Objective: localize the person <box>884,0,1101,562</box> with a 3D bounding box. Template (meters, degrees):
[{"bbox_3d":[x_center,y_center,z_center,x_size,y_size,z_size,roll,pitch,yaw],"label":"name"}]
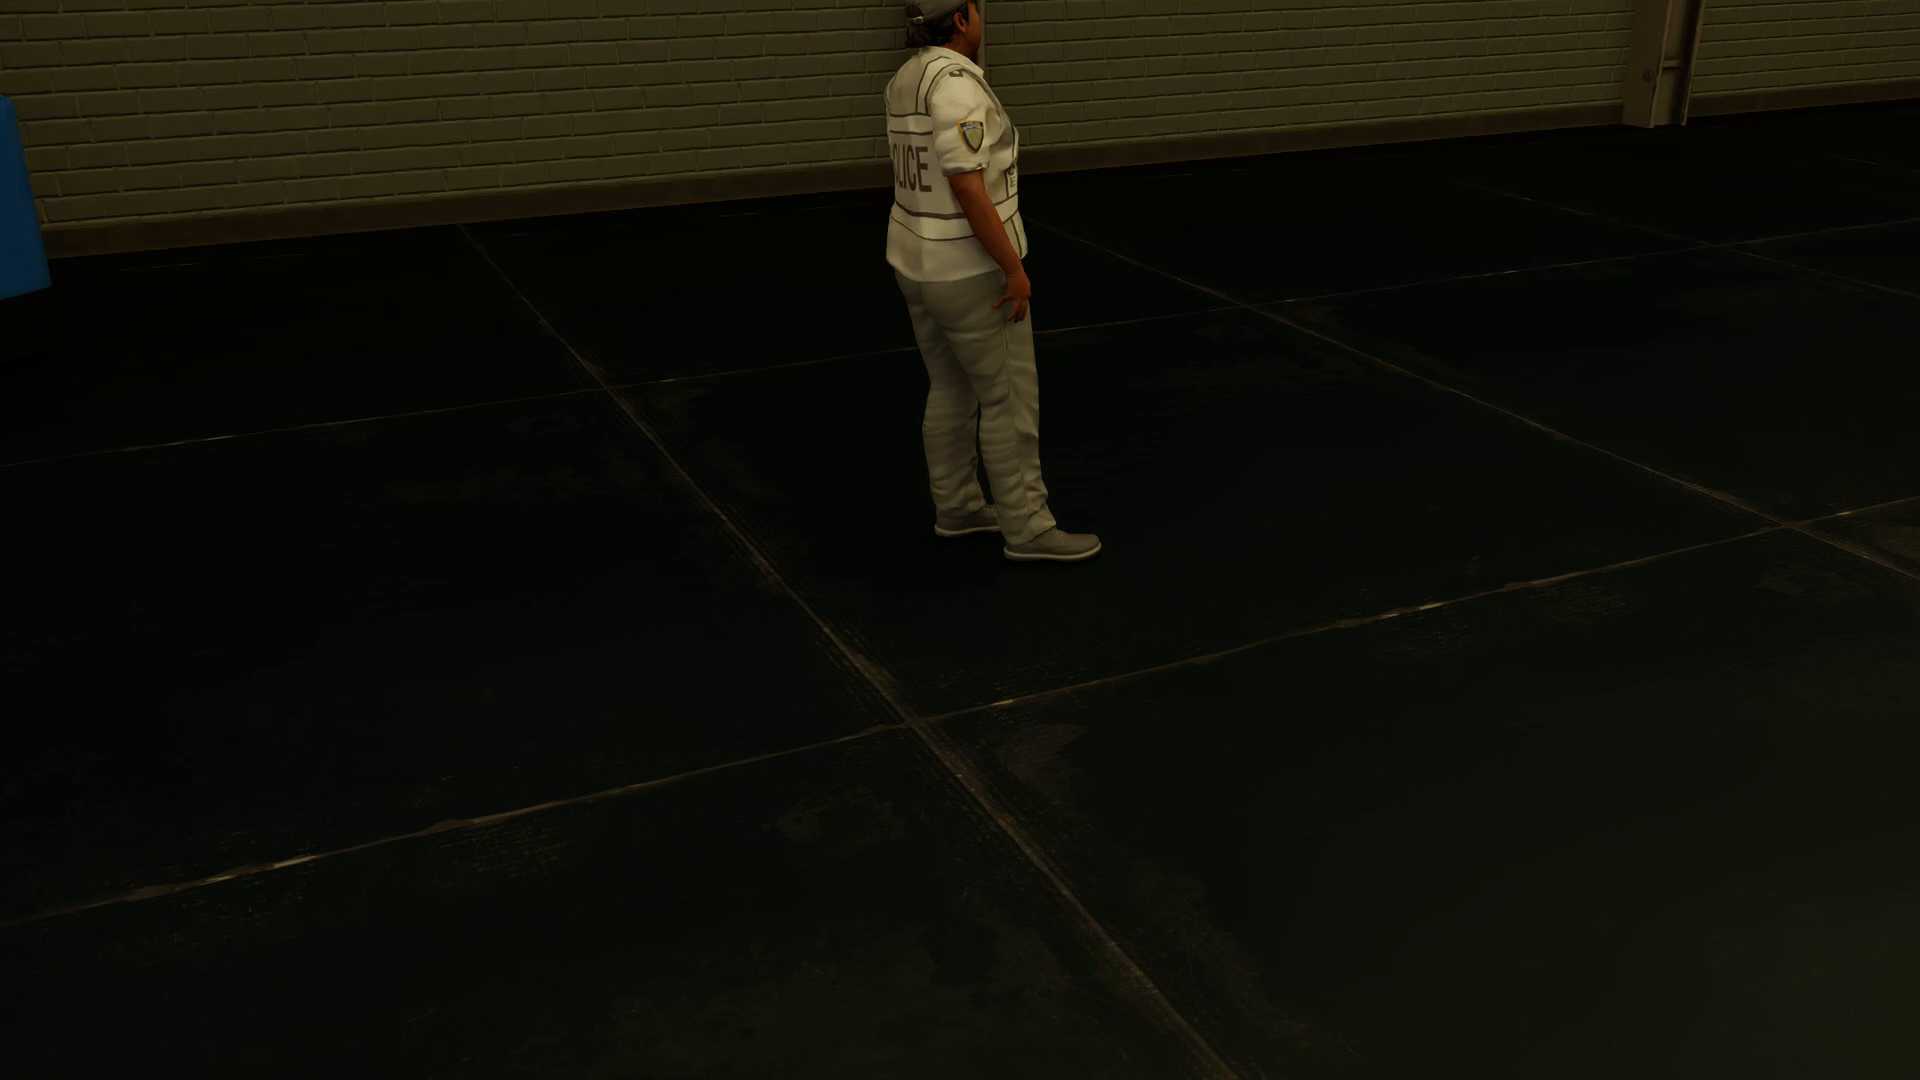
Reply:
[{"bbox_3d":[0.079,-0.780,4.795,0.529,1.670,0.598,-10,25,-23],"label":"person"}]

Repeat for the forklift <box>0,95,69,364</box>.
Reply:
[{"bbox_3d":[-5.264,-2.153,6.469,3.031,2.935,1.130,9,24,20],"label":"forklift"}]
